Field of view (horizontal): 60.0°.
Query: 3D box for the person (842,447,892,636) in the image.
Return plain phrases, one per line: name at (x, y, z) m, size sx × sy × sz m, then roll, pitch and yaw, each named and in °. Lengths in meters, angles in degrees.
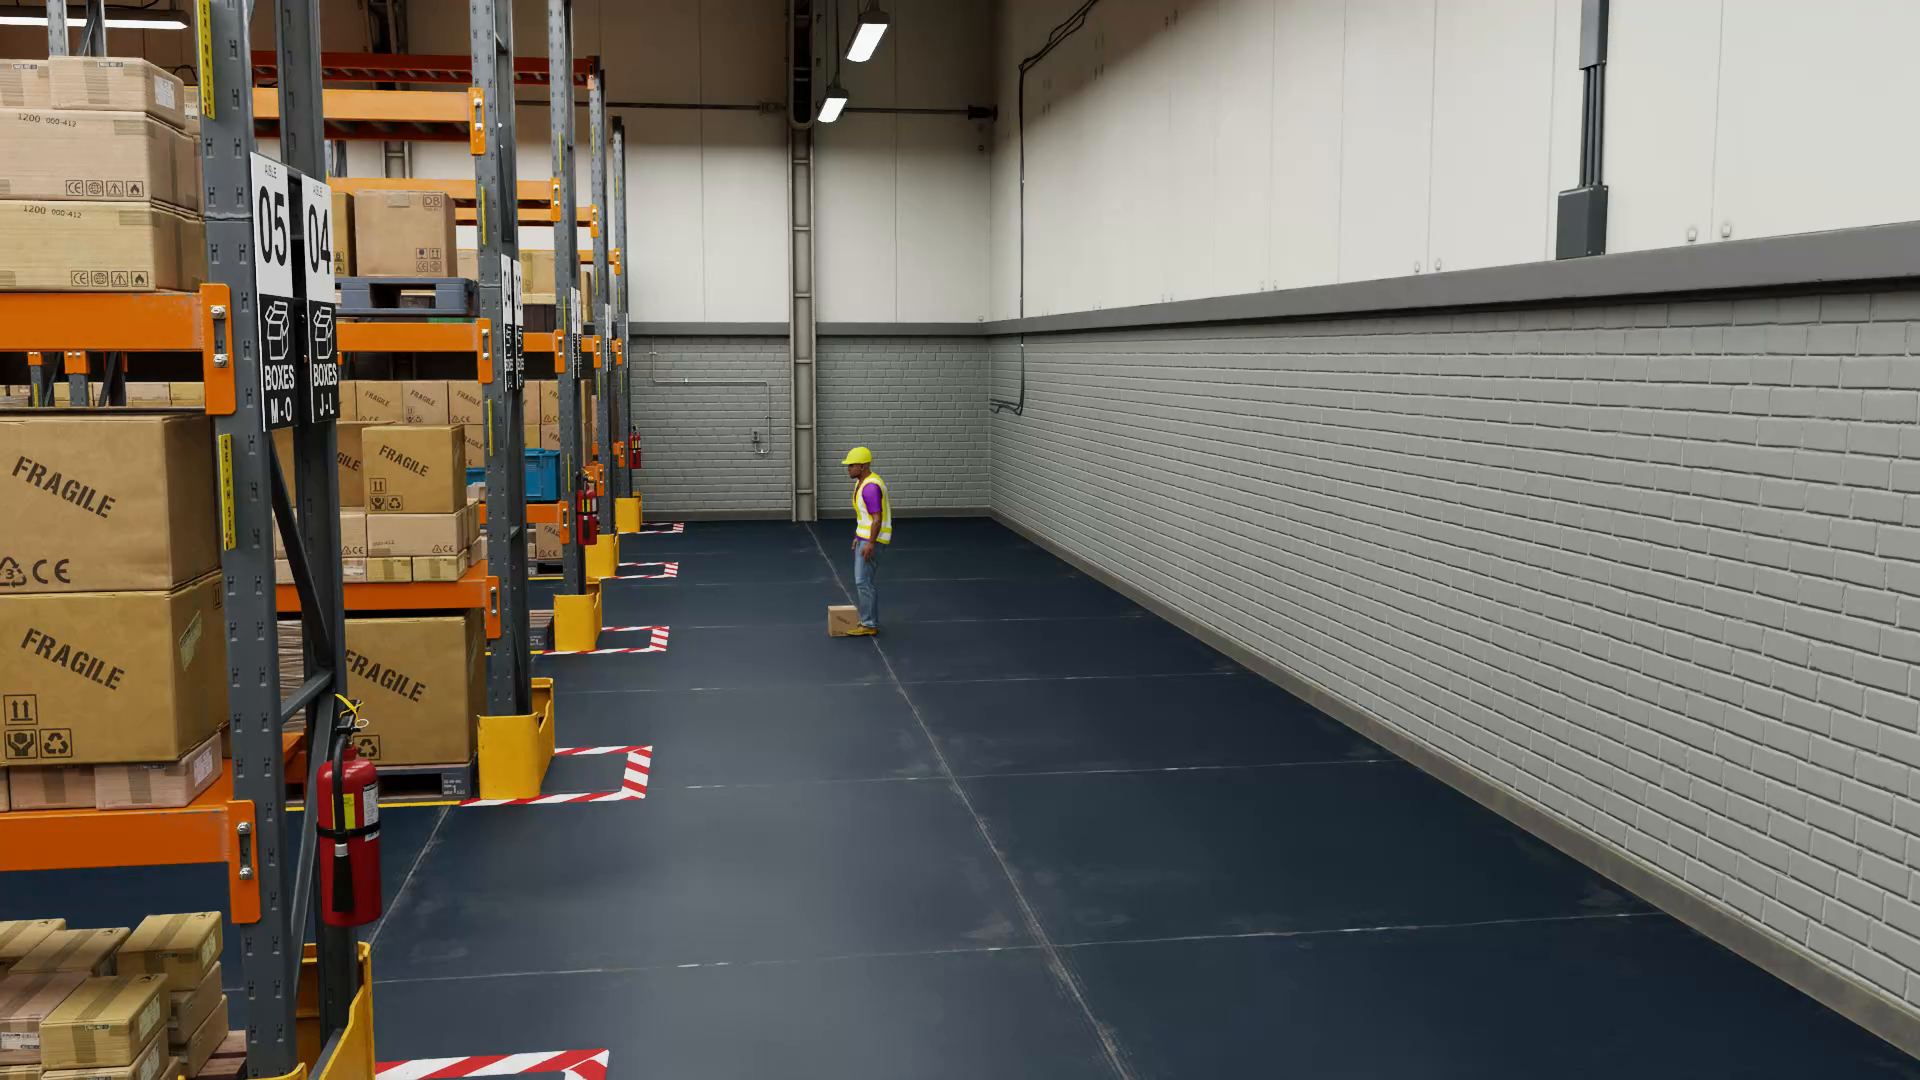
person at (-0.879, 0.009, 15.569) m, size 0.456 × 1.756 × 0.635 m, roll -1°, pitch 7°, yaw -12°
